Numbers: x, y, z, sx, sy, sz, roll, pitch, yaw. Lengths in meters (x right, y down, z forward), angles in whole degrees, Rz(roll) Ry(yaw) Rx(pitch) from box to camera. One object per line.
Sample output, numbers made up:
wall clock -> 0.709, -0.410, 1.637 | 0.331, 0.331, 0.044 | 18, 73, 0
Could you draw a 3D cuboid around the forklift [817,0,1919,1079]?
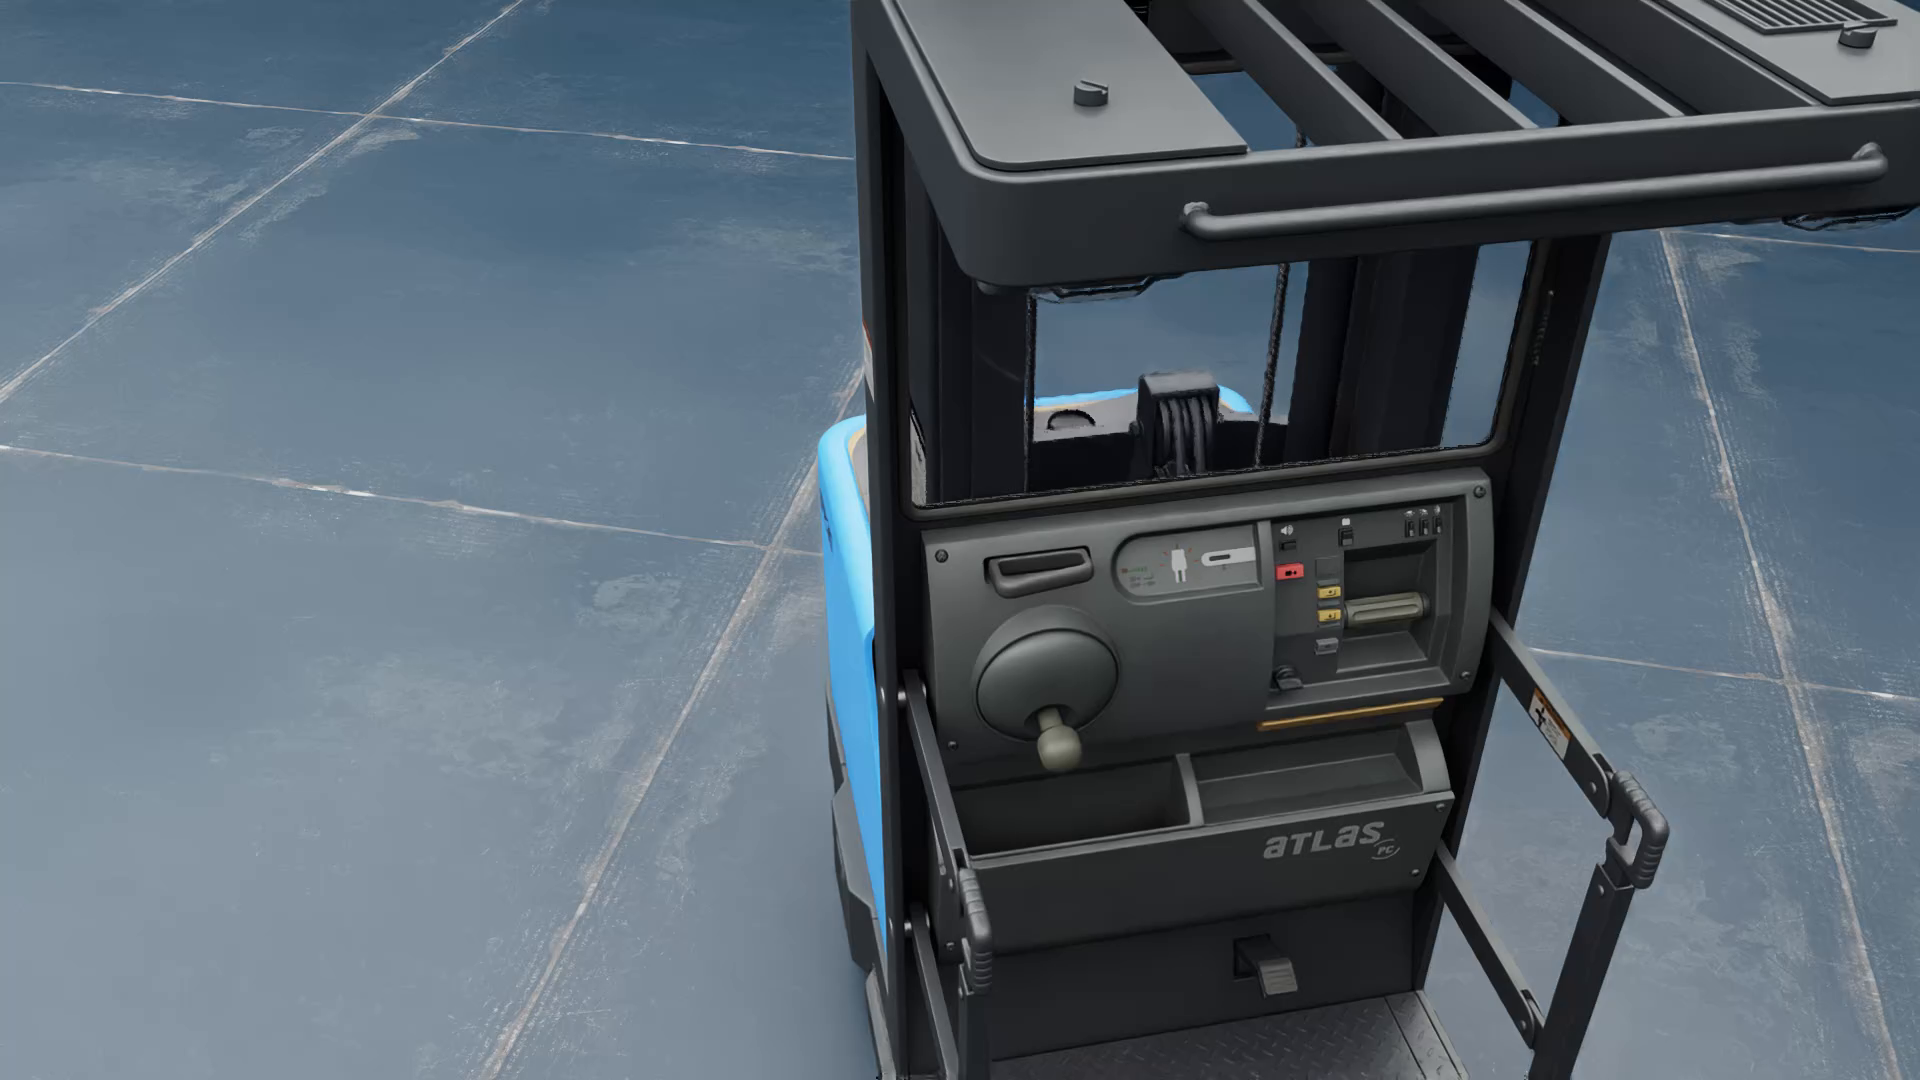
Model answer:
forklift -> 0.452, 0.195, 2.484 | 1.130, 2.935, 3.031 | -7, 36, -9
